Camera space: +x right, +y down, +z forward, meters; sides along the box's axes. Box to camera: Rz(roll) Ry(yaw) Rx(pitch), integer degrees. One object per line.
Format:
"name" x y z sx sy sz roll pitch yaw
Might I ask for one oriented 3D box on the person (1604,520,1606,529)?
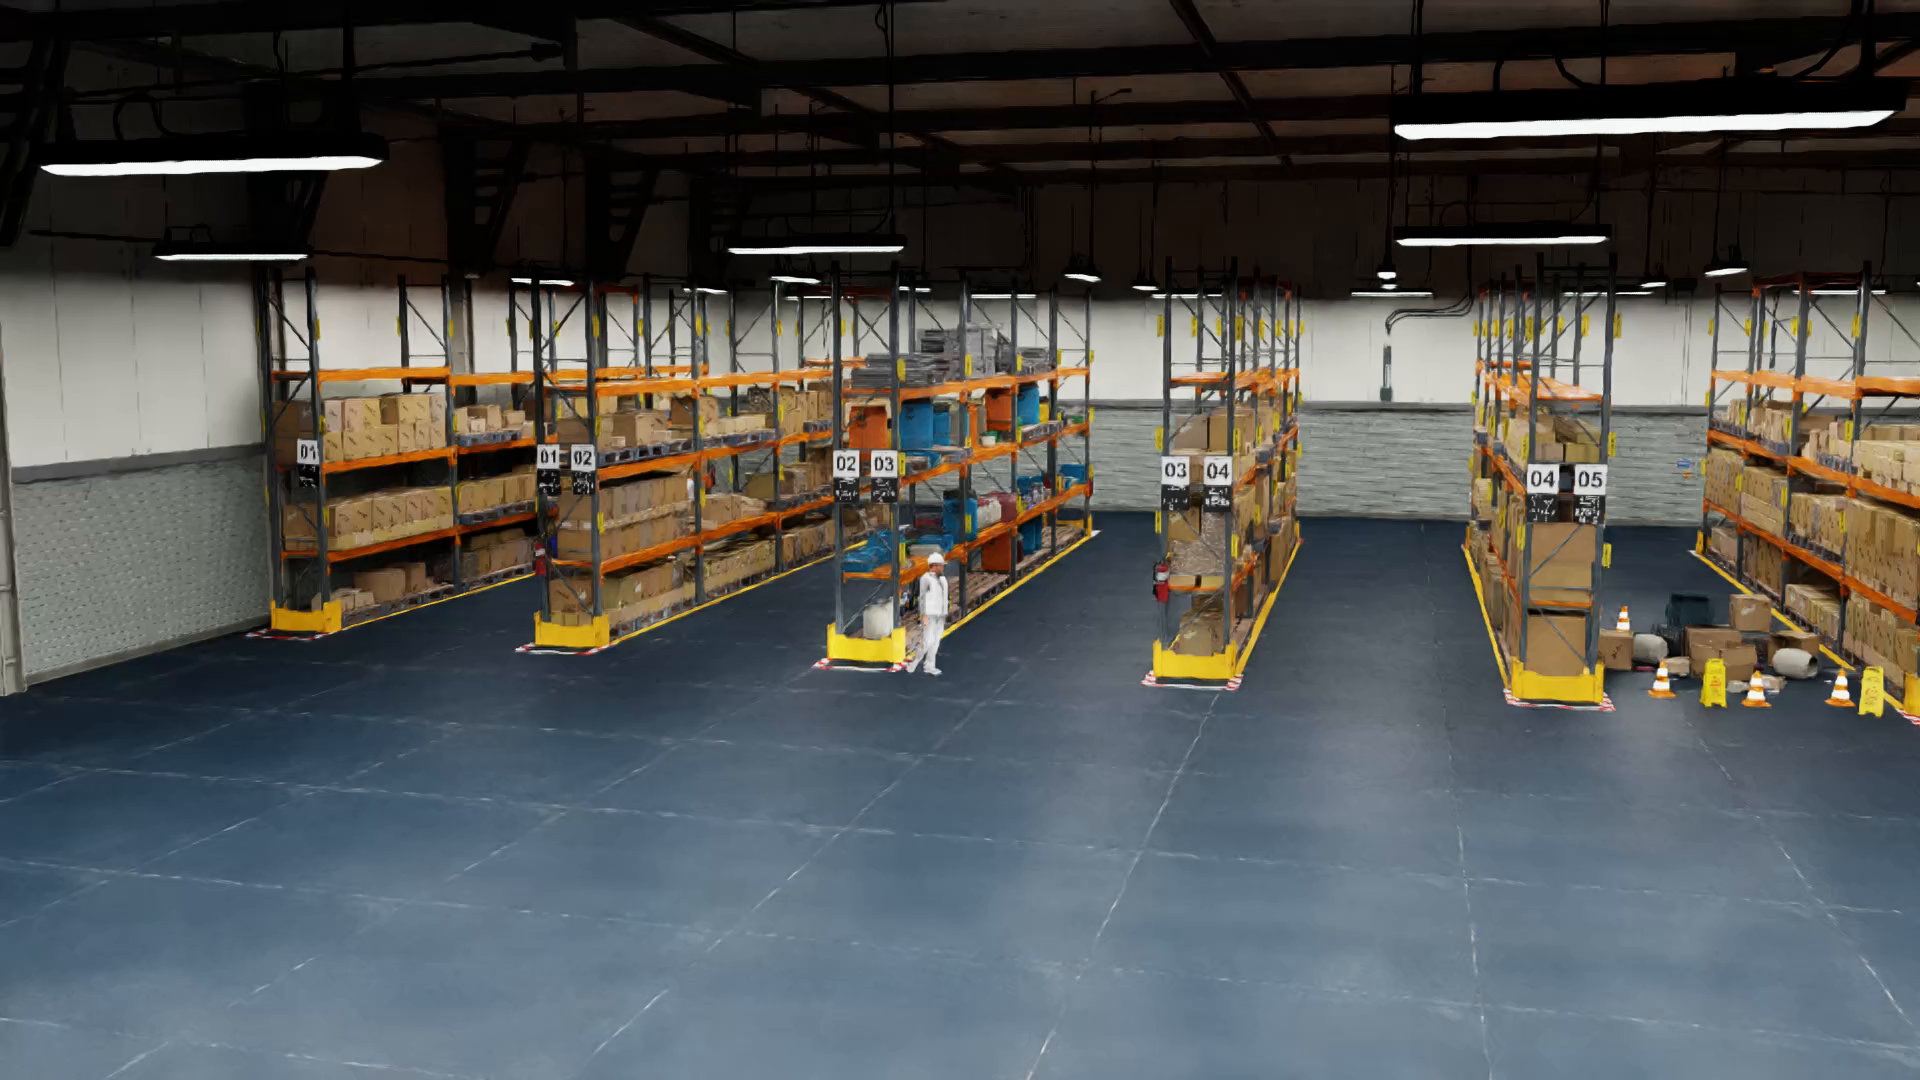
"person" 15.652 -1.076 41.031 0.563 1.774 0.601 -6 9 -39

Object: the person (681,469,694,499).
"person" -6.467 -0.819 39.081 0.601 1.694 1.167 2 7 12

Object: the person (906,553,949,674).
"person" -0.455 1.069 24.085 0.470 1.763 0.695 6 10 42

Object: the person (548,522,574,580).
"person" -7.135 0.439 29.818 0.592 1.604 0.513 2 7 12
